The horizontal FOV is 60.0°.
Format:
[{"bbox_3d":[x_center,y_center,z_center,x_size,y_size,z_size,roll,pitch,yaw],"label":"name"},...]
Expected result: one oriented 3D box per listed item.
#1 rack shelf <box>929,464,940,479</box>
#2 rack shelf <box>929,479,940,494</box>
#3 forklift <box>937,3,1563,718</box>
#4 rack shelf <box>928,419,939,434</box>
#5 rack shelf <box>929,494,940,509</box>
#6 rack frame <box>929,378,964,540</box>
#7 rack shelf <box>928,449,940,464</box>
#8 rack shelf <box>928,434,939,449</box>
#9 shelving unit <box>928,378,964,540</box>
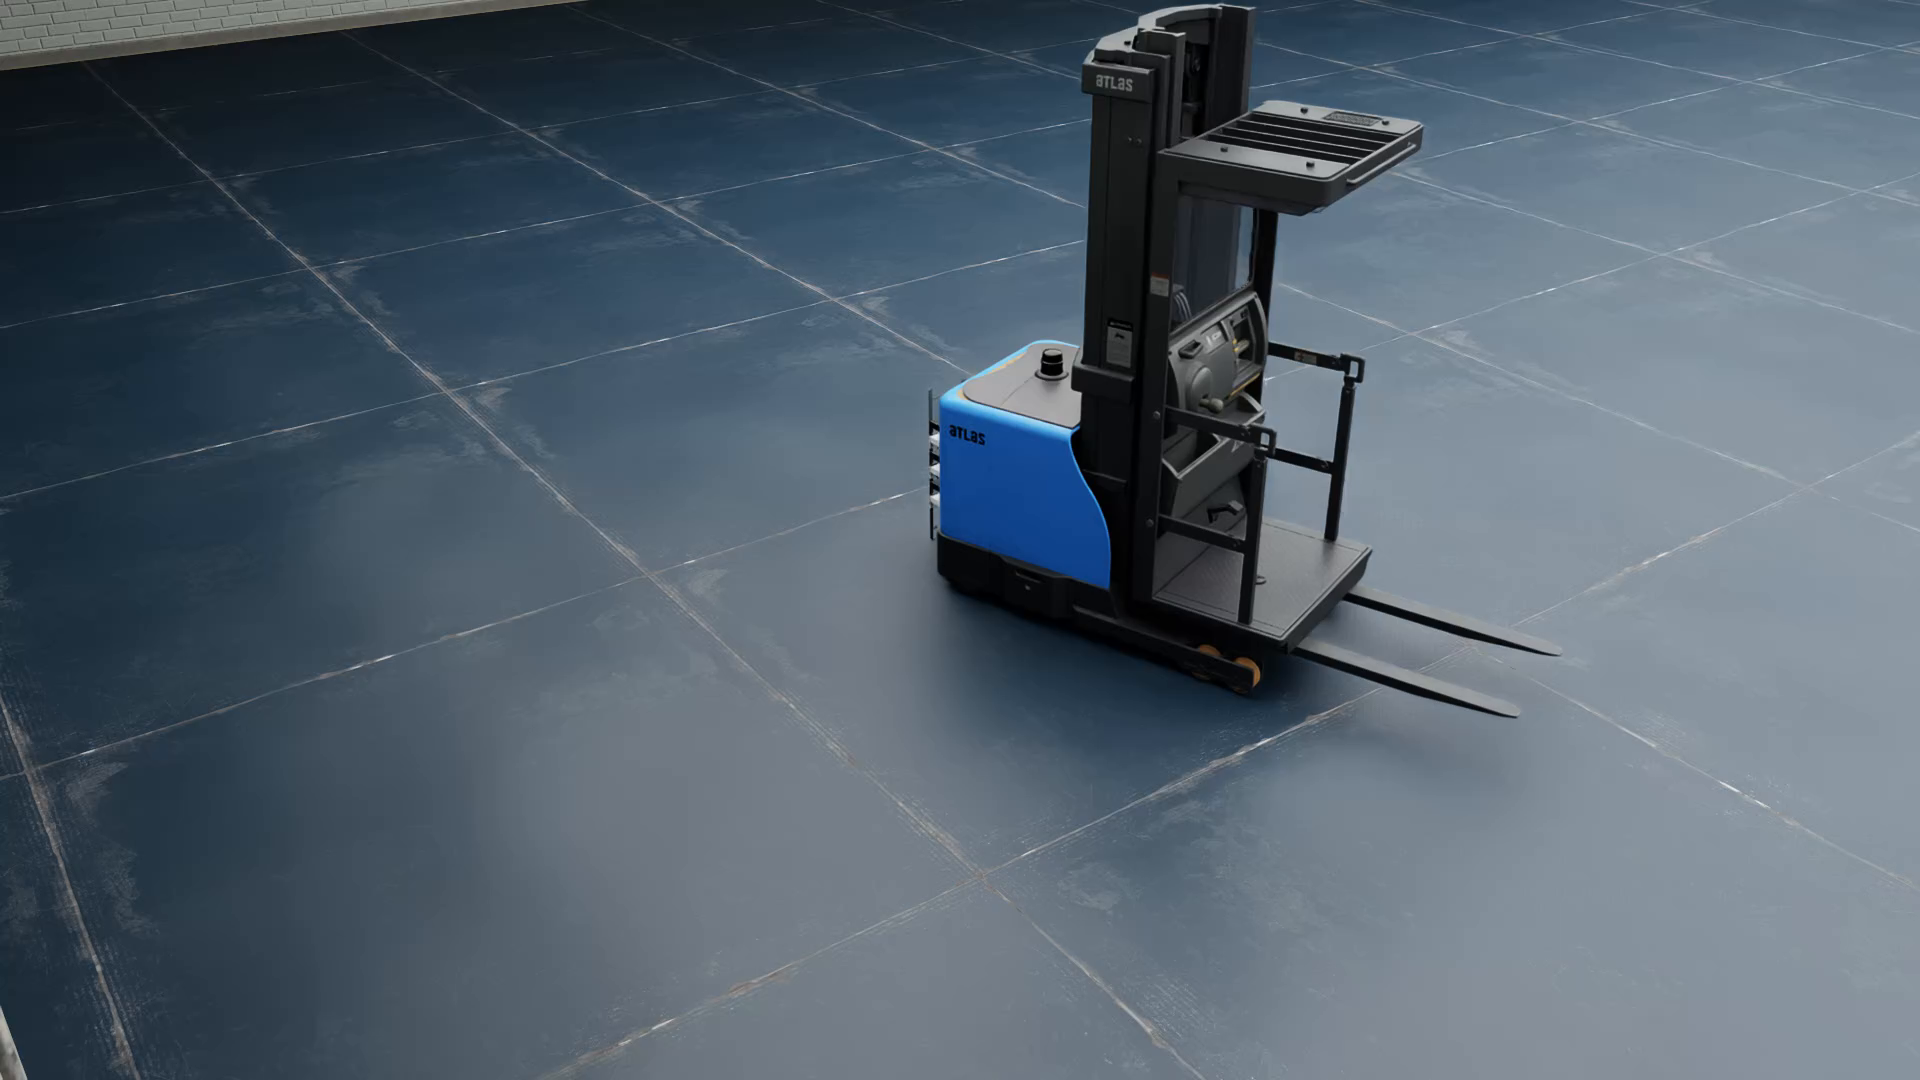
[{"bbox_3d":[-0.007,-0.365,8.987,0.258,0.077,0.200,-21,35,-34],"label":"rack shelf"},{"bbox_3d":[-0.007,-0.286,9.030,0.258,0.077,0.200,-21,35,-34],"label":"rack shelf"},{"bbox_3d":[1.384,-0.854,7.690,3.031,2.935,1.130,18,33,30],"label":"forklift"},{"bbox_3d":[-0.007,-0.602,8.858,0.258,0.077,0.200,-21,35,-34],"label":"rack shelf"},{"bbox_3d":[-0.007,-0.207,9.073,0.258,0.077,0.200,-21,35,-34],"label":"rack shelf"},{"bbox_3d":[-0.071,-0.432,9.040,0.240,0.900,0.006,-21,35,-34],"label":"rack frame"},{"bbox_3d":[-0.007,-0.444,8.944,0.258,0.077,0.200,-21,35,-34],"label":"rack shelf"},{"bbox_3d":[-0.007,-0.523,8.901,0.258,0.077,0.200,-21,35,-34],"label":"rack shelf"},{"bbox_3d":[-0.007,-0.394,8.971,0.258,0.900,0.210,-21,35,-34],"label":"shelving unit"}]
